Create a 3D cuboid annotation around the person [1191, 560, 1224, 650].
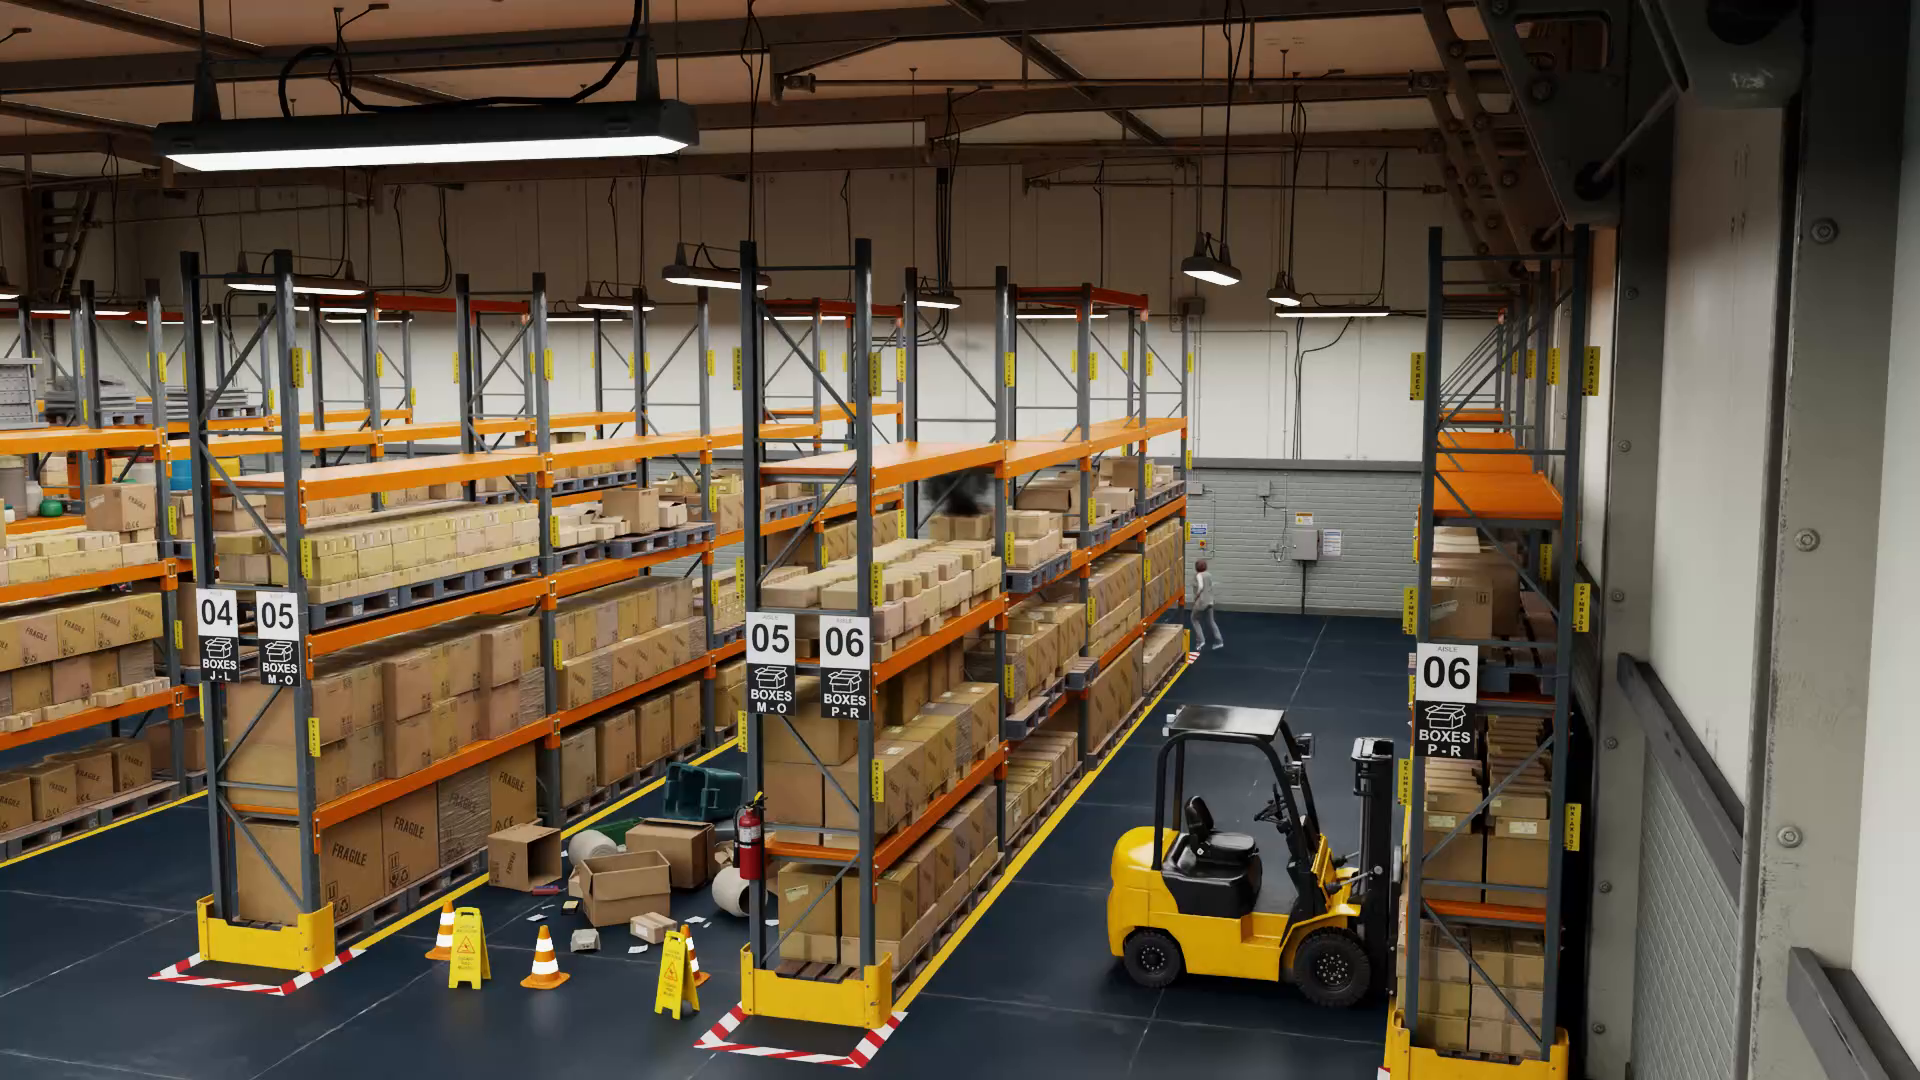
[{"bbox_3d":[4.226,1.157,28.849,0.537,1.639,0.695,-5,8,-36],"label":"person"}]
